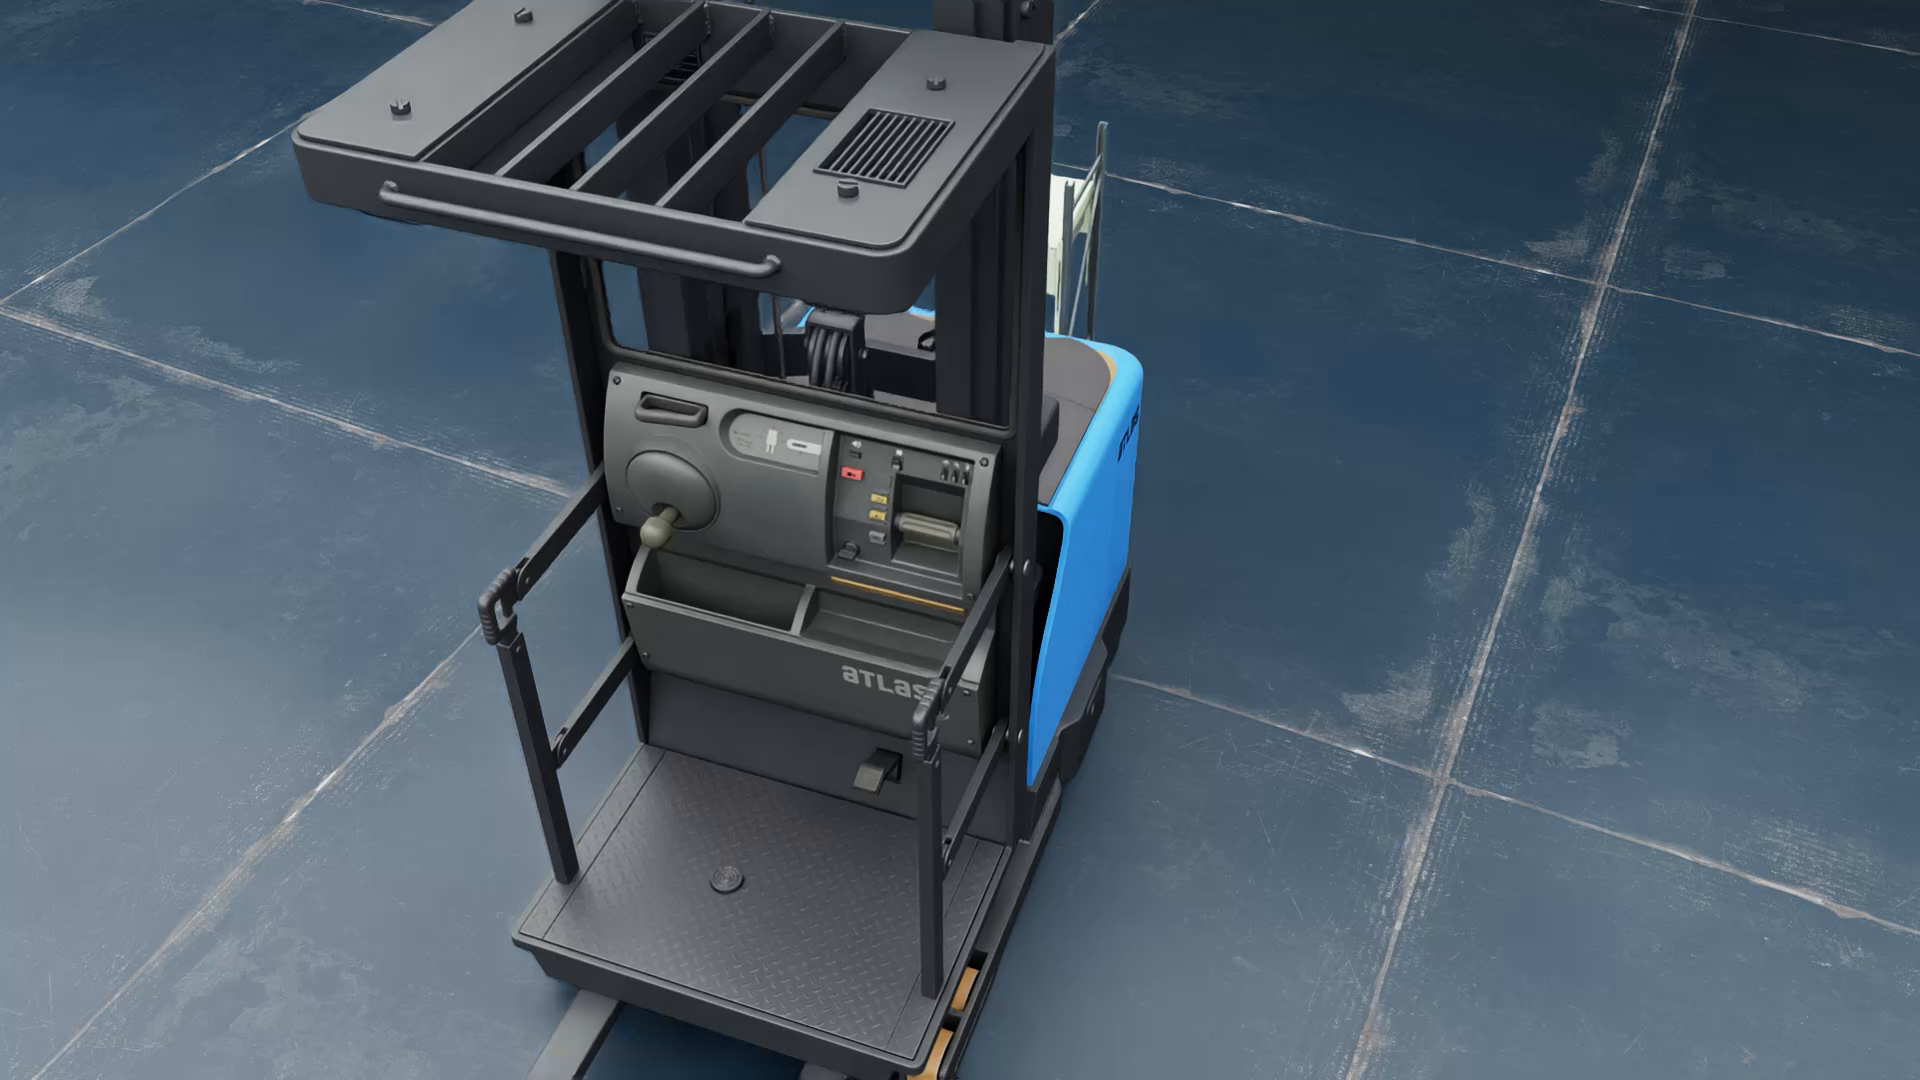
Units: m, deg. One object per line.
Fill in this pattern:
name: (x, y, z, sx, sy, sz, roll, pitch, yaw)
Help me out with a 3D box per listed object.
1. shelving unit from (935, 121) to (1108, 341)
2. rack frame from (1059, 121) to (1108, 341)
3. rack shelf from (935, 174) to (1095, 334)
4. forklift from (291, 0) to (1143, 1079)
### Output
shelving unit: (0.013, -0.610, 5.309, 0.755, 1.500, 0.431, 12, 42, 14)
rack frame: (0.360, -0.535, 5.222, 0.023, 1.500, 0.400, 12, 42, 14)
rack shelf: (0.013, -0.905, 5.053, 0.720, 0.370, 0.431, 12, 42, 14)
forklift: (-0.441, -0.038, 3.556, 1.130, 2.935, 3.031, 13, 43, 15)
